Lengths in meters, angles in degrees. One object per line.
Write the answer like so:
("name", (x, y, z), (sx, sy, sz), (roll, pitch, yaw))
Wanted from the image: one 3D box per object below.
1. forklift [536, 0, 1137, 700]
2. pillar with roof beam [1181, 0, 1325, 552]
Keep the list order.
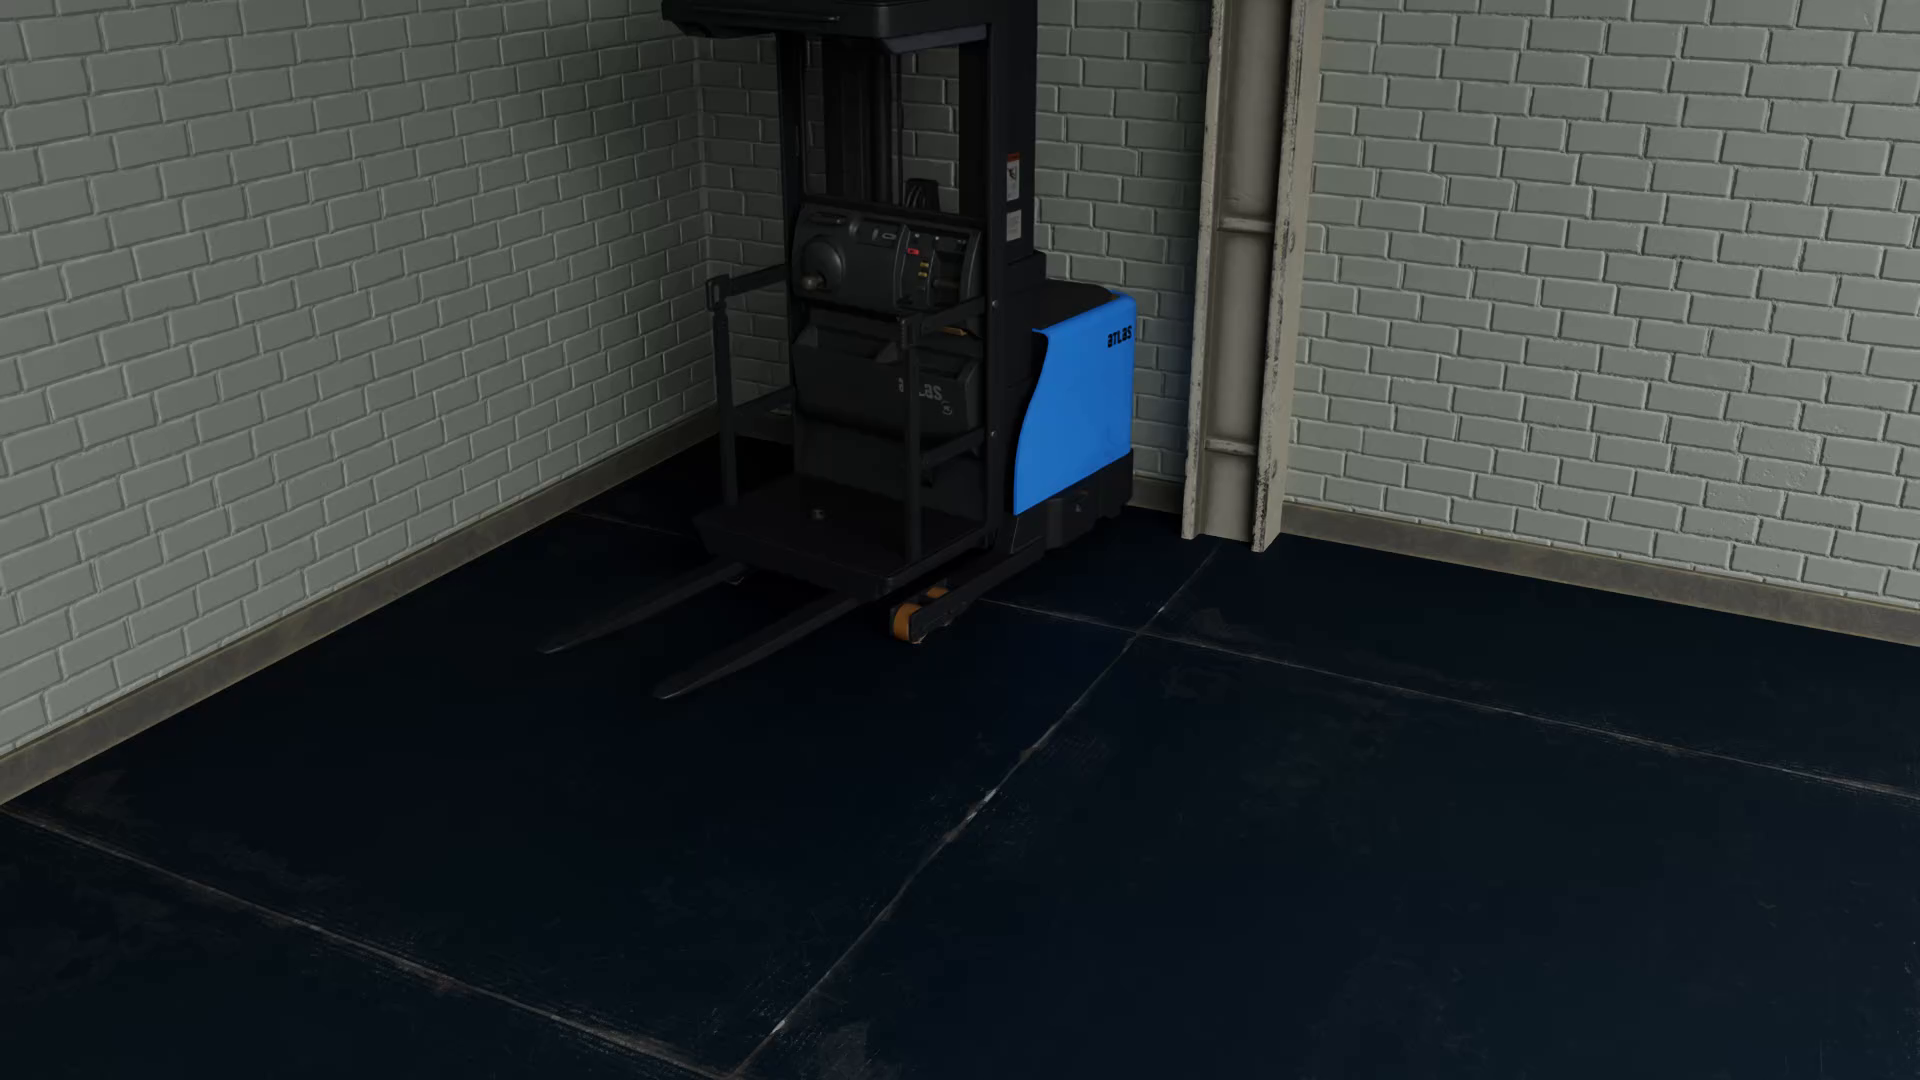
("forklift", (-0.435, -1.141, 6.688), (1.130, 2.935, 3.031), (16, 28, 32))
("pillar with roof beam", (-0.666, -2.668, 2.526), (0.400, 9.000, 9.100), (11, 25, 25))
